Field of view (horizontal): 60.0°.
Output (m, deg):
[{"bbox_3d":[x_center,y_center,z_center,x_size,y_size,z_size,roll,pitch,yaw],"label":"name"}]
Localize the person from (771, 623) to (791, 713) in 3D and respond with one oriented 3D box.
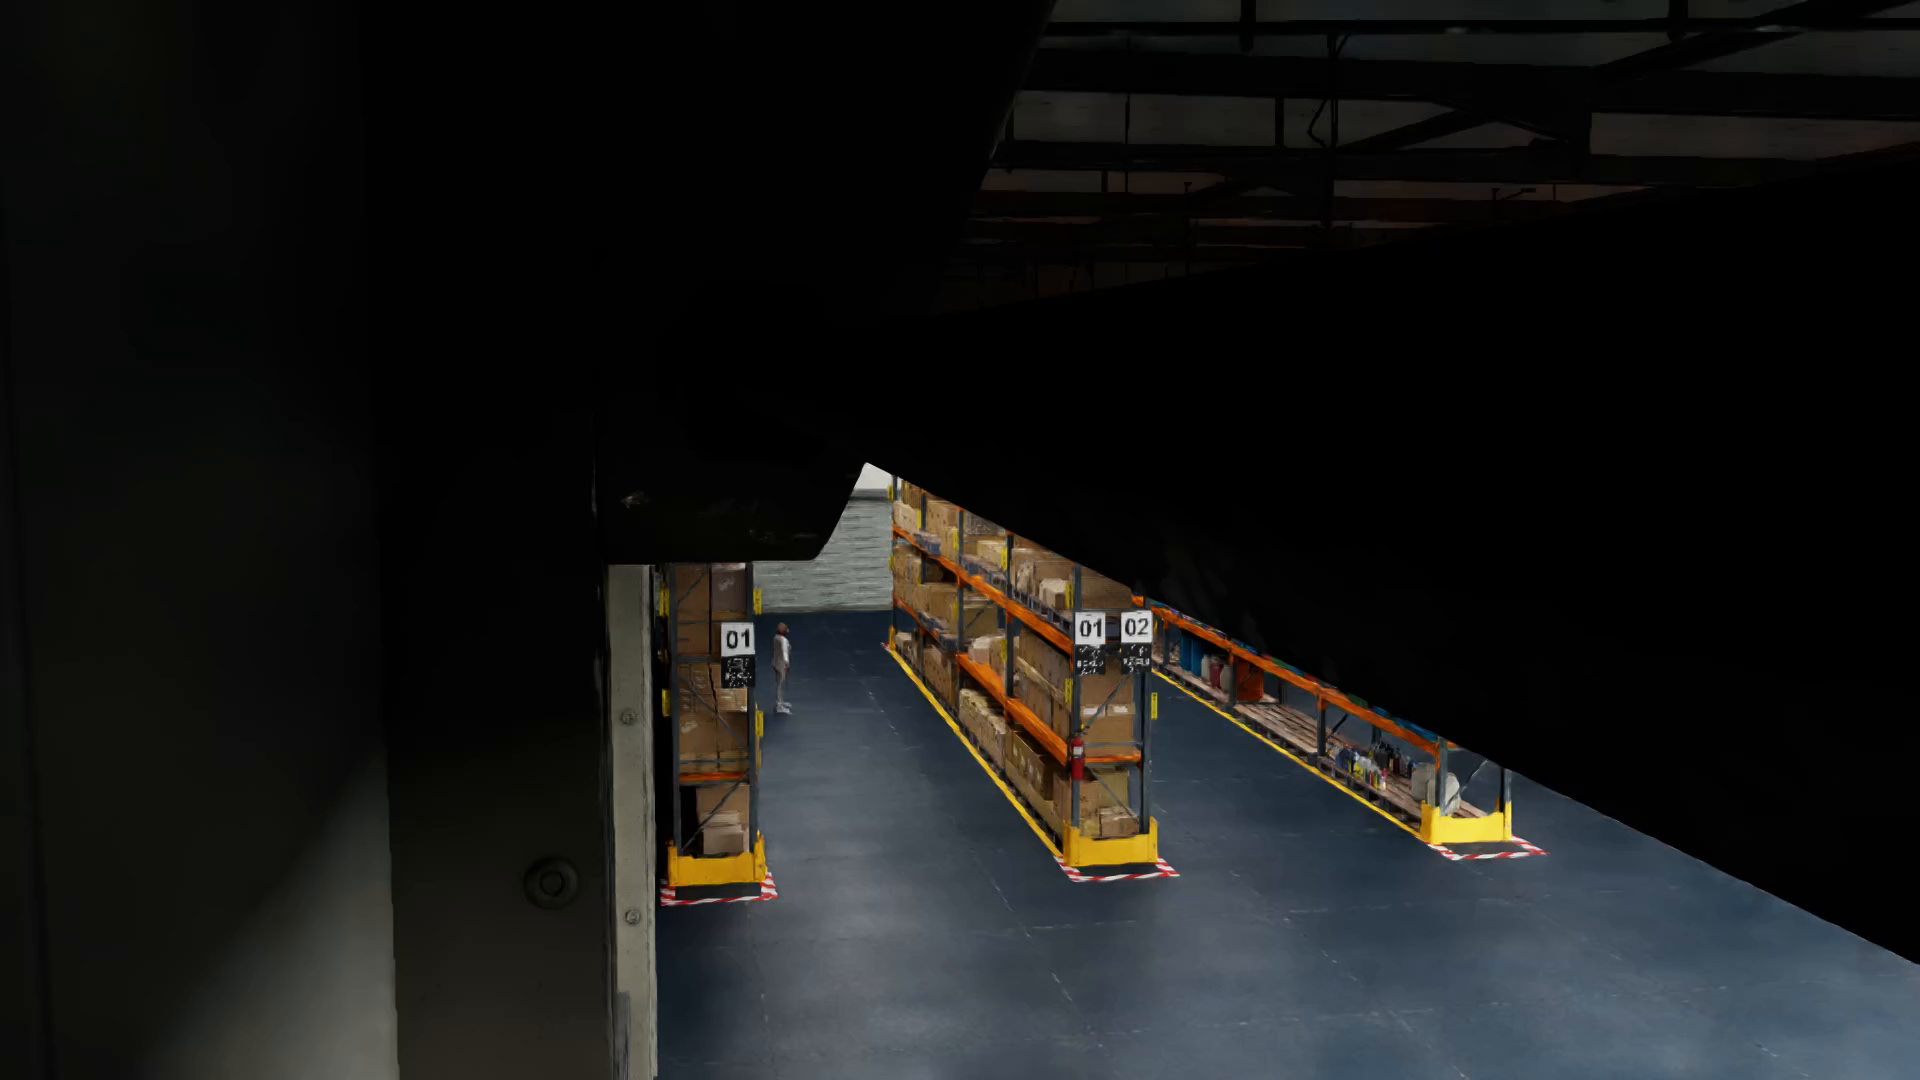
[{"bbox_3d":[-3.189,2.284,29.980,0.419,1.603,0.502,-4,7,-31],"label":"person"}]
